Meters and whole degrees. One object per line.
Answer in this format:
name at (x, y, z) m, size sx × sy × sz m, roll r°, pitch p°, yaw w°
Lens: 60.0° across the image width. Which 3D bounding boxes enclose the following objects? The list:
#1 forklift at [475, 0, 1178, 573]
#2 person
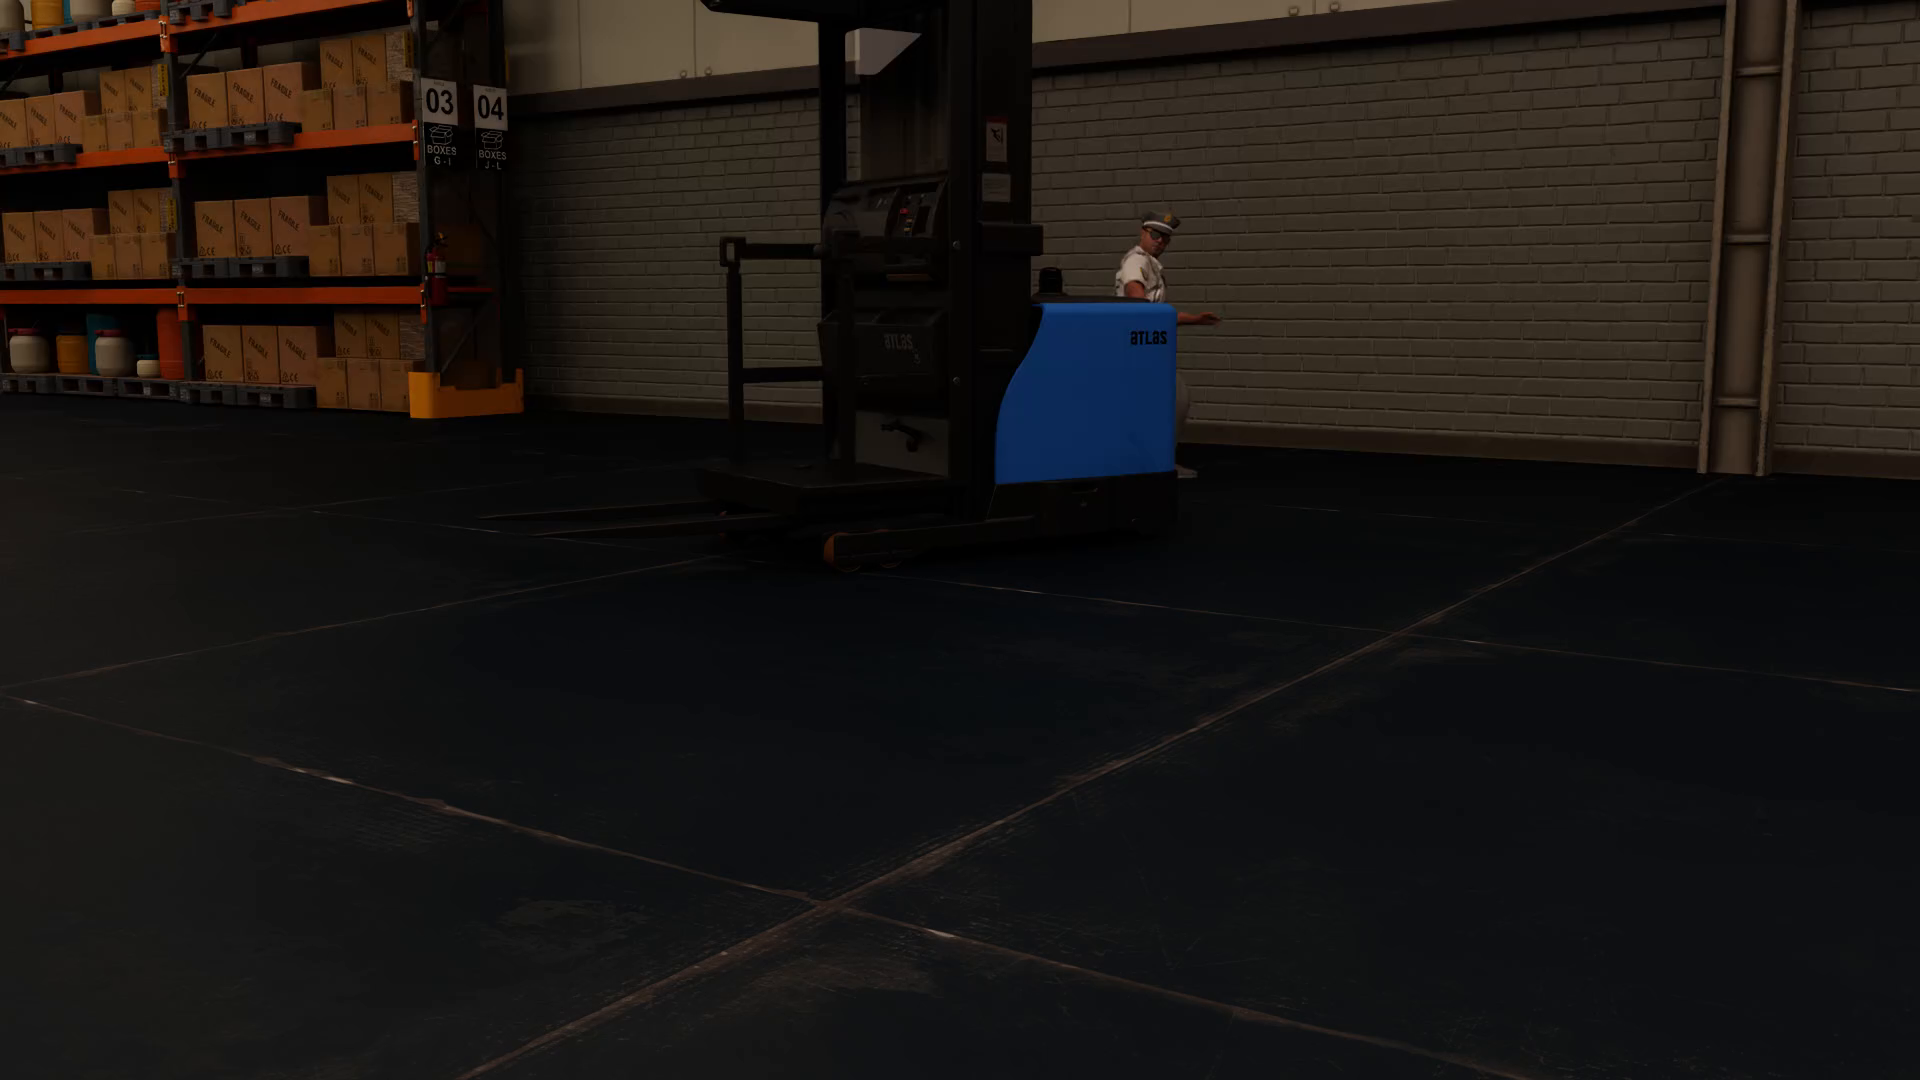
forklift at (-0.507, -1.403, 7.061) m, size 3.031 × 2.935 × 1.130 m, roll -5°, pitch 10°, yaw -33°
person at (1.229, -1.173, 10.123) m, size 0.867 × 1.637 × 0.887 m, roll -1°, pitch 8°, yaw -10°
